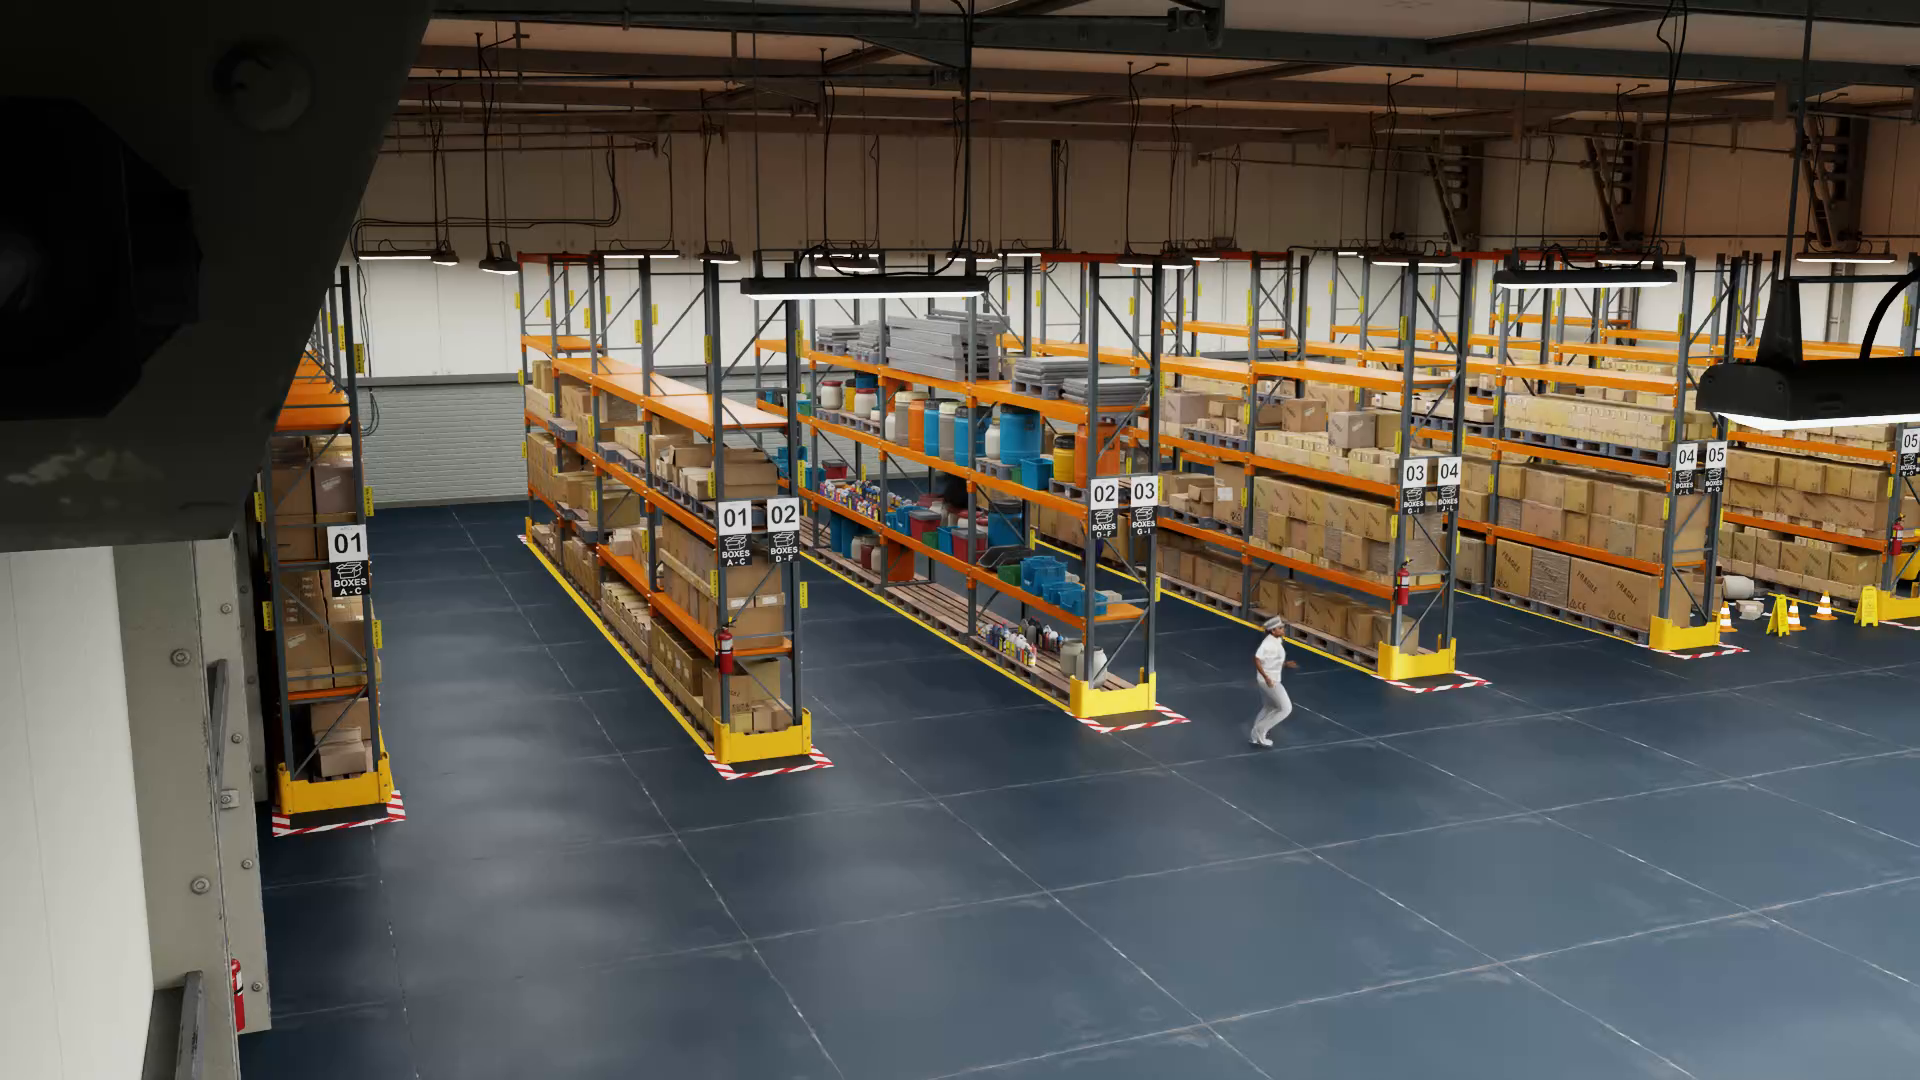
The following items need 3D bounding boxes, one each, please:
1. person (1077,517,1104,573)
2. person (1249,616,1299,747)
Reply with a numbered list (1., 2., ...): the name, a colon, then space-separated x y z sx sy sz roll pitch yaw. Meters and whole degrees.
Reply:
1. person: 2.425 -0.221 30.244 0.616 1.615 0.507 -5 11 -24
2. person: 3.936 1.756 20.785 0.591 1.667 0.559 2 11 10
